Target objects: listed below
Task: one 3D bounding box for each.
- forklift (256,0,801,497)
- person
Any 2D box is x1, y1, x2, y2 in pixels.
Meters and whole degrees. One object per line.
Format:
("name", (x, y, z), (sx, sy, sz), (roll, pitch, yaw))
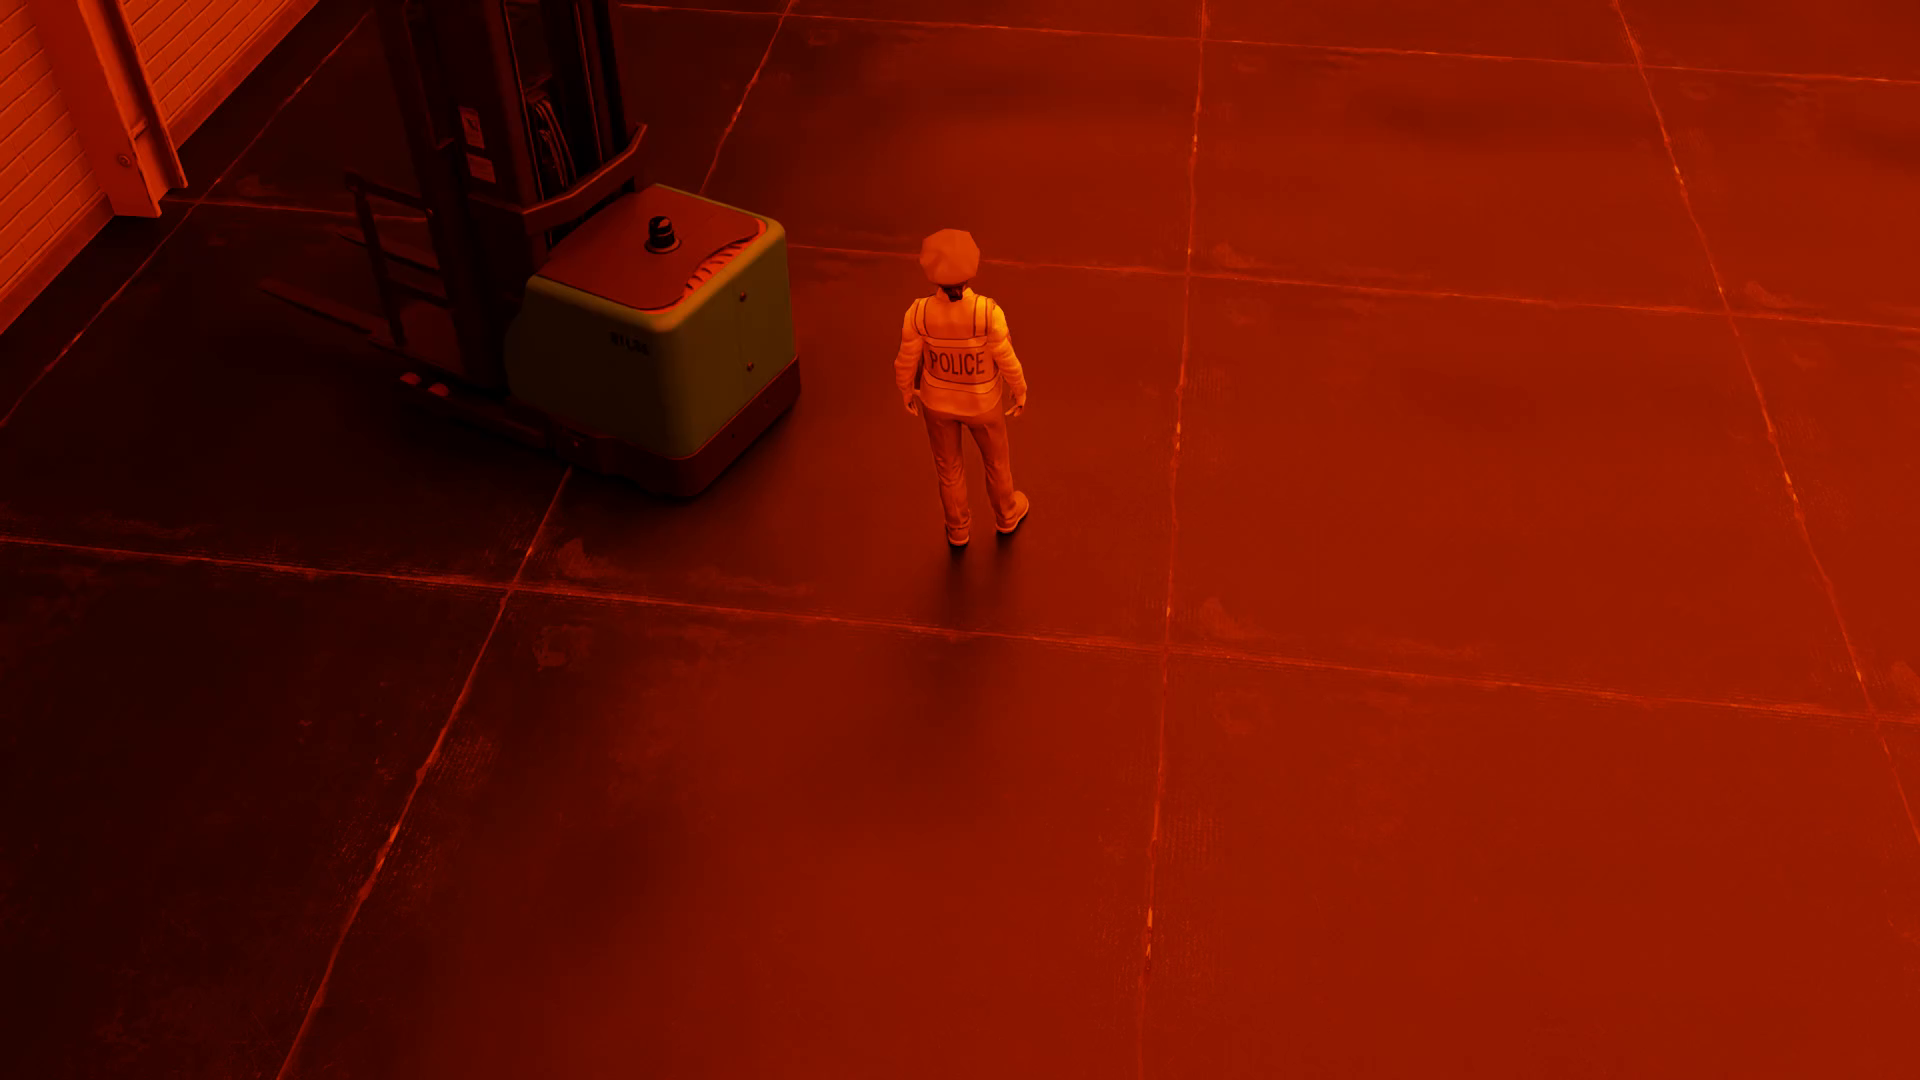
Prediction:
("forklift", (-2.363, -2.012, 7.914), (3.031, 2.935, 1.130), (21, 46, 21))
("person", (0.016, -0.675, 7.362), (0.586, 1.694, 0.532), (5, 43, 6))
